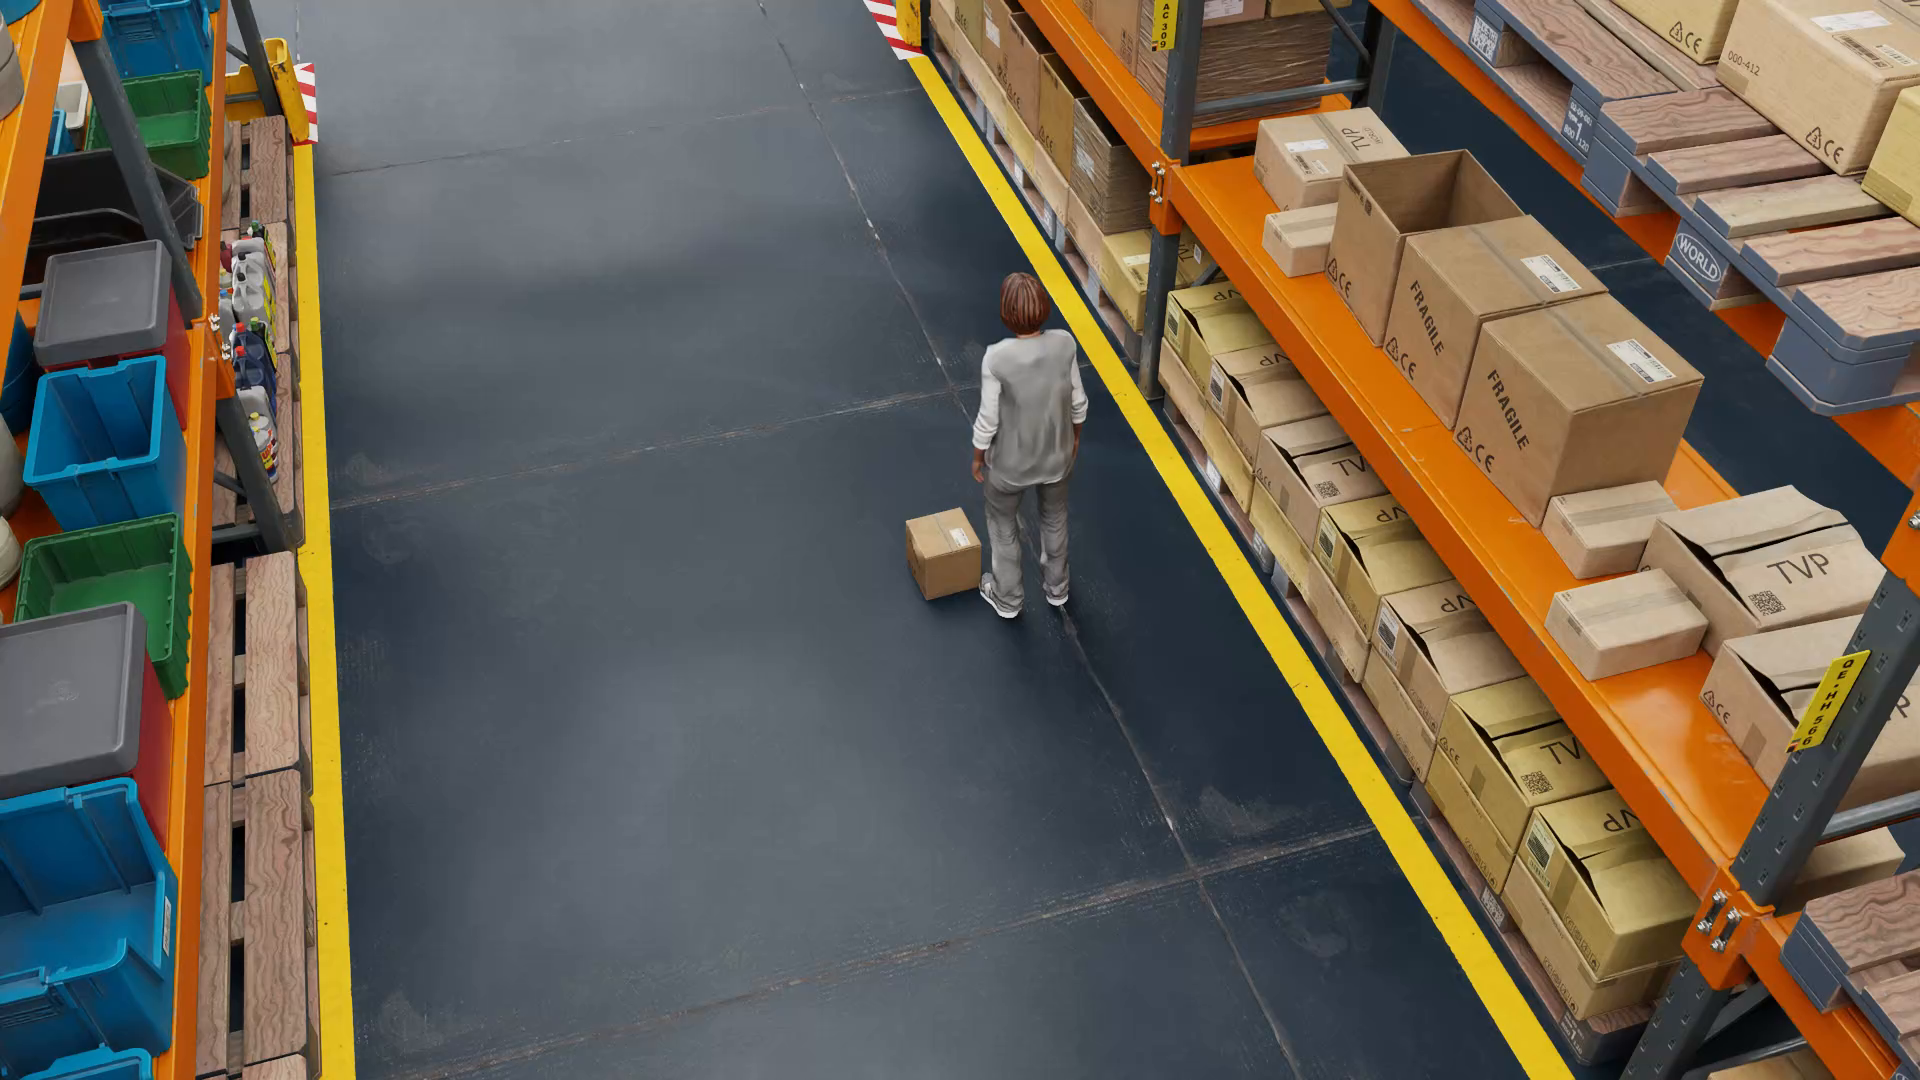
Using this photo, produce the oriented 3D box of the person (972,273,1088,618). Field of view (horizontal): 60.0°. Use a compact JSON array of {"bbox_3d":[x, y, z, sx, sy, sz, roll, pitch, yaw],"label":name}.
[{"bbox_3d":[0.265,-0.331,6.526,0.461,1.593,0.344,-13,44,-13],"label":"person"}]
